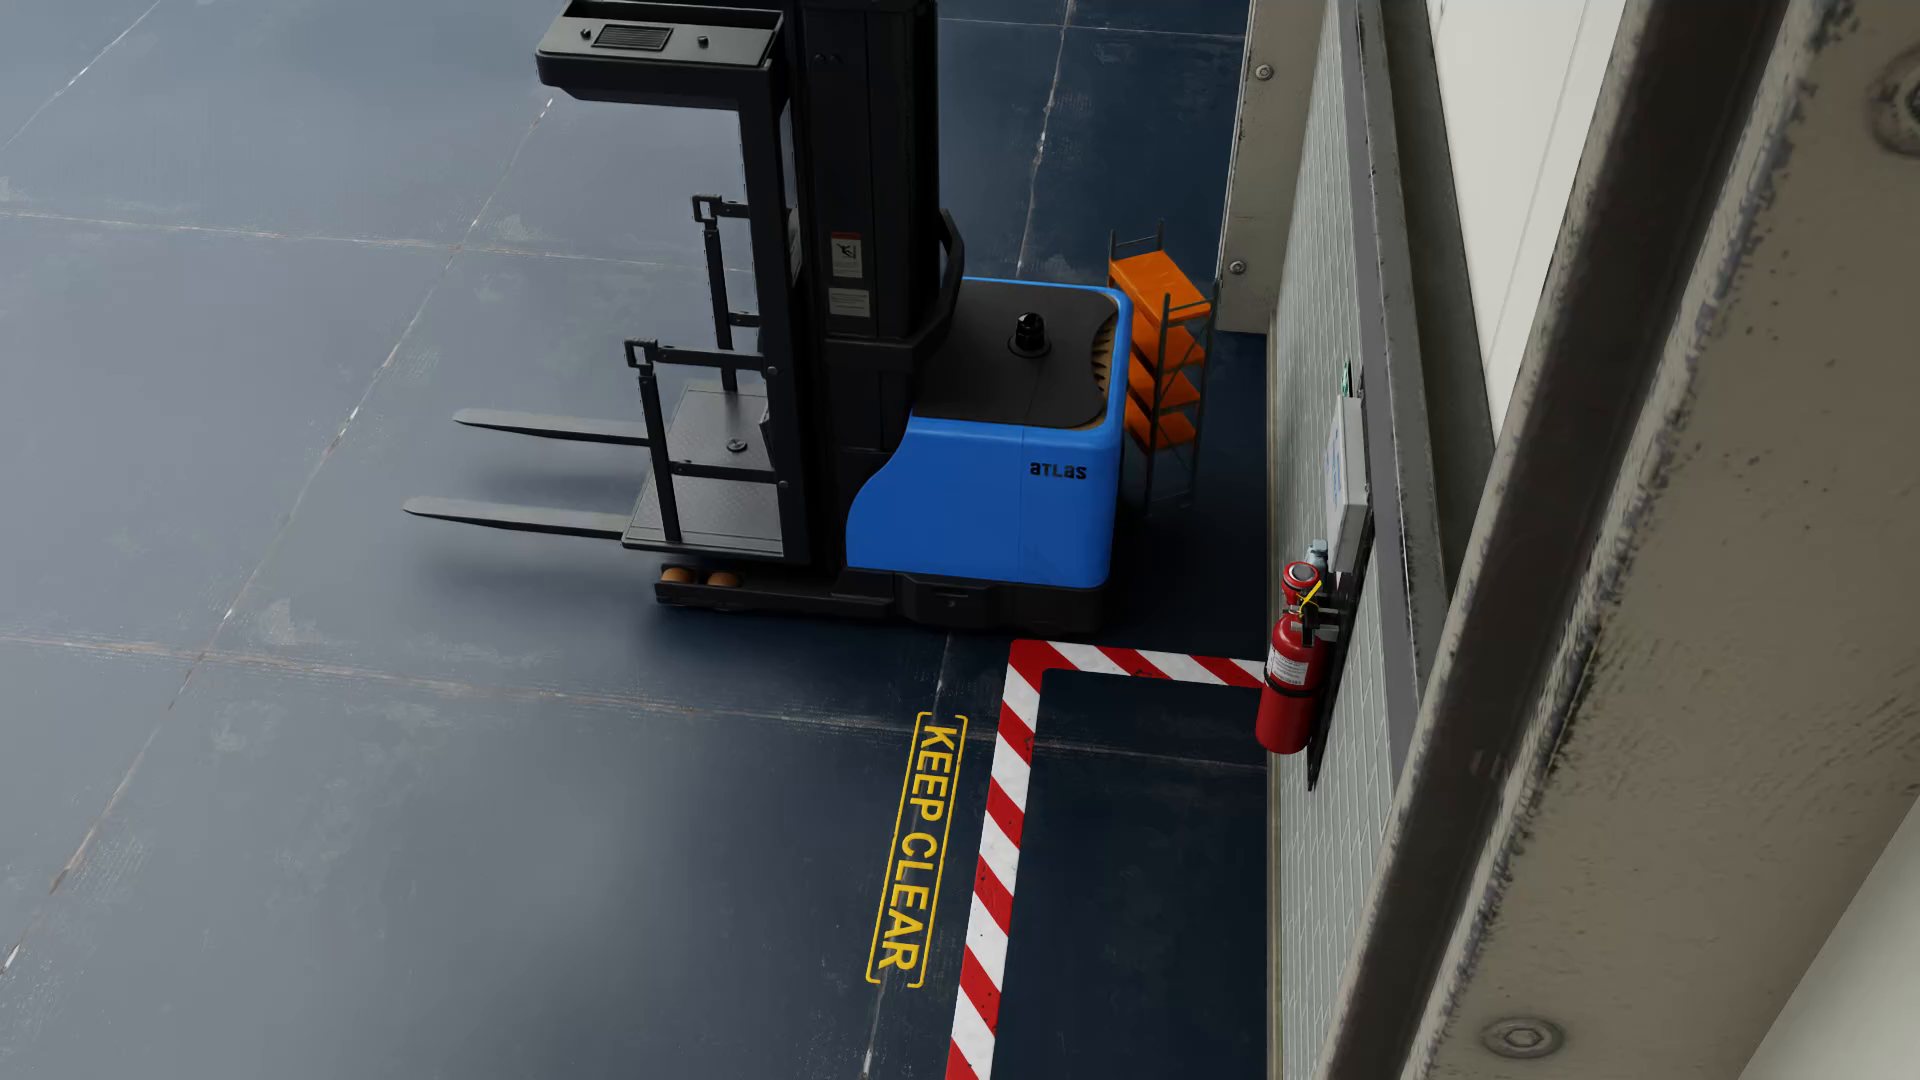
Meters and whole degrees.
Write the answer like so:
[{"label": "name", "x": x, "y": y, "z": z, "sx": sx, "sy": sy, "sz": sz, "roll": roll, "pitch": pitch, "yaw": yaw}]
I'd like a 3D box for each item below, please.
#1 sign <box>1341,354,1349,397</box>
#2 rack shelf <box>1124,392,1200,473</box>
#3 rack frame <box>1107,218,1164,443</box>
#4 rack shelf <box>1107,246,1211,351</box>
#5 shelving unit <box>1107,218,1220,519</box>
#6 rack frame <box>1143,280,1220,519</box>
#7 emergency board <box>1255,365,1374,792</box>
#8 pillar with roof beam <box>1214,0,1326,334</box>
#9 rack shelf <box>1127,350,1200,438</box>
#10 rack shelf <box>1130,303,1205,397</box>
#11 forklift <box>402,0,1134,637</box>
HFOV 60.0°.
[{"label": "sign", "x": 1.192, "y": -0.435, "z": 5.139, "sx": 0.001, "sy": 0.109, "sz": 0.331, "roll": 5, "pitch": 44, "yaw": 6}, {"label": "rack shelf", "x": 0.833, "y": -0.526, "z": 7.341, "sx": 0.258, "sy": 0.148, "sz": 0.480, "roll": -15, "pitch": 46, "yaw": -15}, {"label": "rack frame", "x": 0.742, "y": -0.875, "z": 7.322, "sx": 0.240, "sy": 1.200, "sz": 0.015, "roll": -15, "pitch": 46, "yaw": -15}, {"label": "rack shelf", "x": 0.830, "y": -1.004, "z": 6.887, "sx": 0.258, "sy": 0.148, "sz": 0.480, "roll": -15, "pitch": 46, "yaw": -15}, {"label": "shelving unit", "x": 0.832, "y": -0.719, "z": 7.157, "sx": 0.258, "sy": 1.200, "sz": 0.503, "roll": -15, "pitch": 46, "yaw": -15}, {"label": "rack frame", "x": 0.922, "y": -0.563, "z": 6.993, "sx": 0.240, "sy": 1.200, "sz": 0.015, "roll": -15, "pitch": 46, "yaw": -15}, {"label": "emergency board", "x": 1.026, "y": 0.135, "z": 4.948, "sx": 0.194, "sy": 1.169, "sz": 0.643, "roll": 5, "pitch": 44, "yaw": 6}, {"label": "pillar with roof beam", "x": -2.812, "y": -4.843, "z": 5.842, "sx": 9.100, "sy": 9.000, "sz": 0.400, "roll": 5, "pitch": 44, "yaw": 6}, {"label": "rack shelf", "x": 0.832, "y": -0.670, "z": 7.204, "sx": 0.258, "sy": 0.148, "sz": 0.480, "roll": -15, "pitch": 46, "yaw": -15}, {"label": "rack shelf", "x": 0.831, "y": -0.832, "z": 7.050, "sx": 0.258, "sy": 0.148, "sz": 0.480, "roll": -15, "pitch": 46, "yaw": -15}, {"label": "forklift", "x": -0.835, "y": -1.122, "z": 6.325, "sx": 3.031, "sy": 2.935, "sz": 1.130, "roll": 5, "pitch": 44, "yaw": 6}]
